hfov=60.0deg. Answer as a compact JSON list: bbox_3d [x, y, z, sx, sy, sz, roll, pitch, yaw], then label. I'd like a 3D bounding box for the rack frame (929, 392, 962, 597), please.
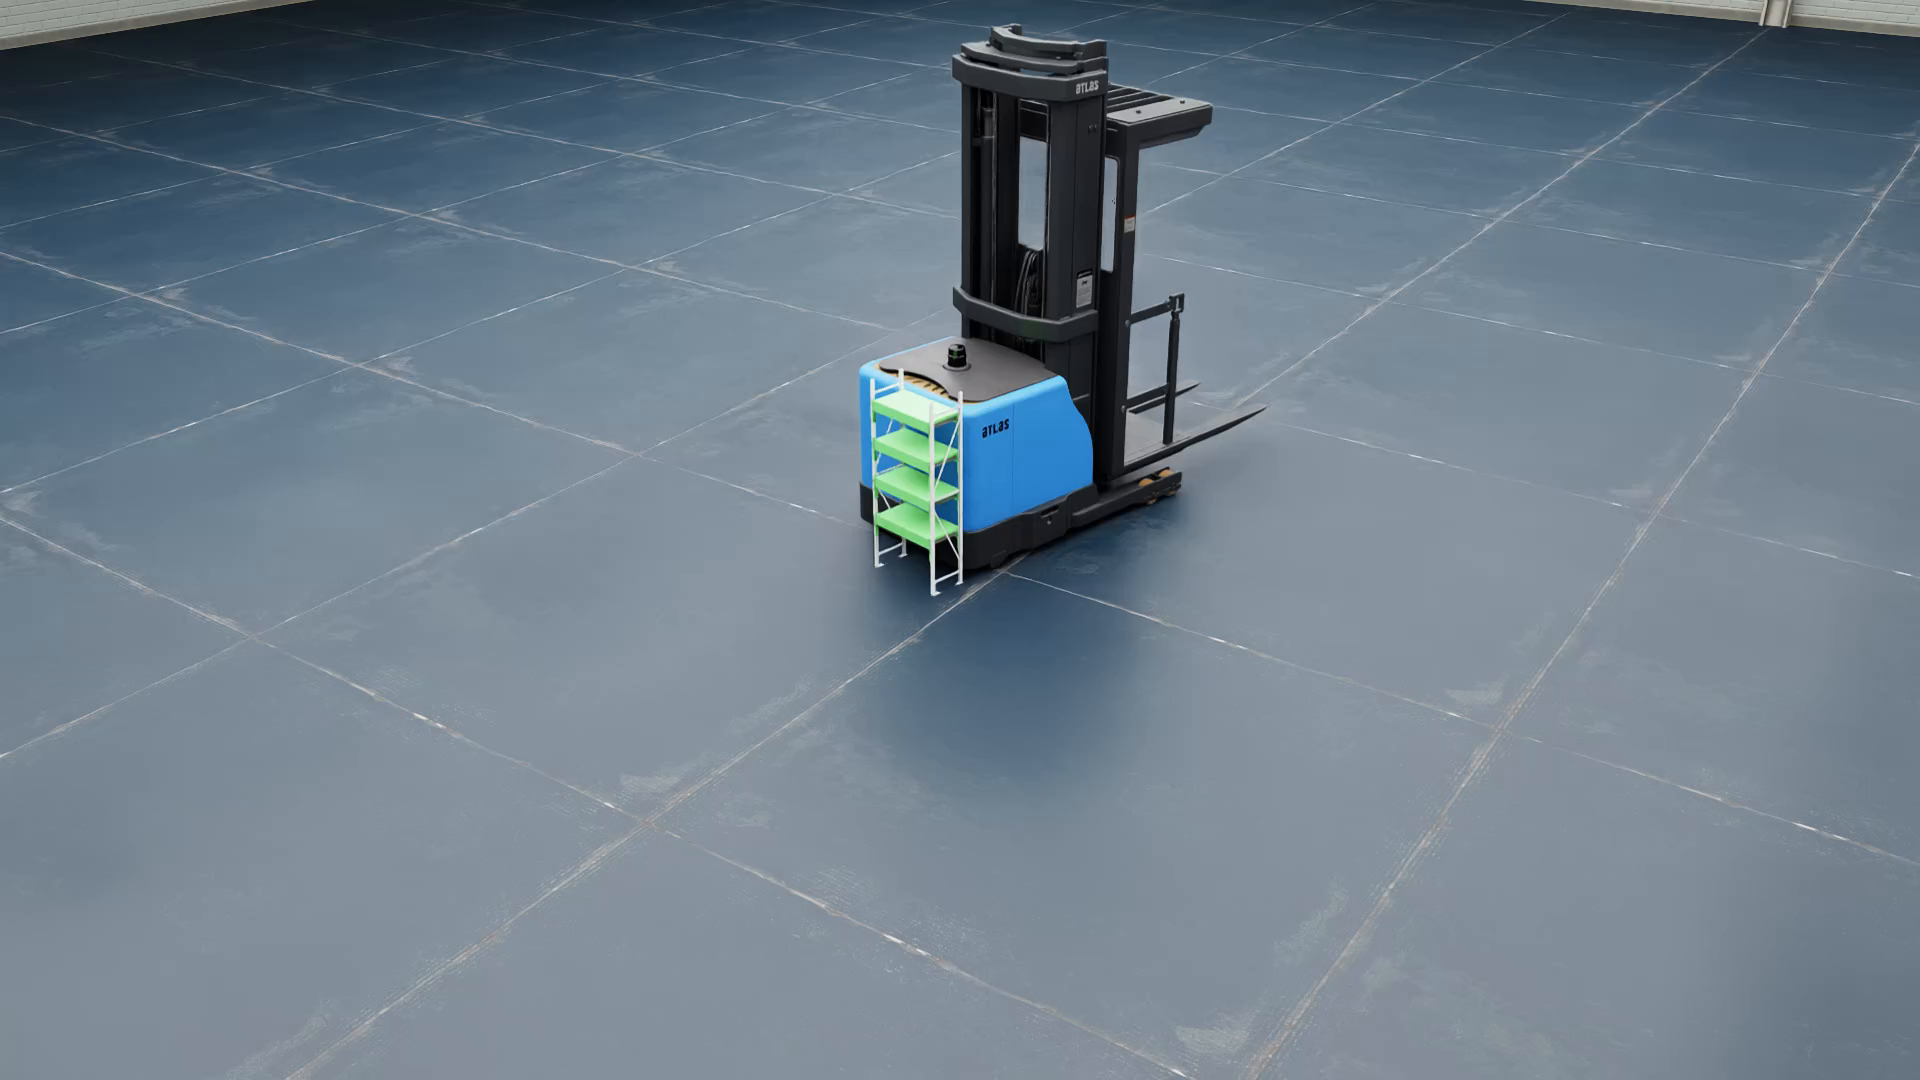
[{"bbox_3d":[-0.077,-0.247,9.413,0.240,1.200,0.015,-24,35,-38],"label":"rack frame"}]

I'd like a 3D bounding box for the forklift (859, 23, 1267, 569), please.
[{"bbox_3d":[0.804,-1.689,10.337,3.031,2.935,1.130,-23,35,-37],"label":"forklift"}]

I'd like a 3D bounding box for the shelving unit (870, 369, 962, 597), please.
[{"bbox_3d":[-0.247,-0.327,9.569,0.258,1.200,0.503,-24,35,-38],"label":"shelving unit"}]

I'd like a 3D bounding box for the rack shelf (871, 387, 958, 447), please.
[{"bbox_3d":[-0.247,-0.698,9.380,0.258,0.148,0.480,-24,35,-38],"label":"rack shelf"}]

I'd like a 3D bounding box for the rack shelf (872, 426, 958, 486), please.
[{"bbox_3d":[-0.247,-0.484,9.489,0.258,0.148,0.480,-24,35,-38],"label":"rack shelf"}]

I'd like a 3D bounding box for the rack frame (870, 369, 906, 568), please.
[{"bbox_3d":[-0.417,-0.406,9.725,0.240,1.200,0.015,-24,35,-38],"label":"rack frame"}]

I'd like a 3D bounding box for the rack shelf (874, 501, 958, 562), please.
[{"bbox_3d":[-0.247,-0.056,9.707,0.258,0.148,0.480,-24,35,-38],"label":"rack shelf"}]

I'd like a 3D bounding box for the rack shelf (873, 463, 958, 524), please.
[{"bbox_3d":[-0.247,-0.270,9.598,0.258,0.148,0.480,-24,35,-38],"label":"rack shelf"}]

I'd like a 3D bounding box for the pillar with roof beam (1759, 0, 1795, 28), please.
[{"bbox_3d":[10.382,-10.508,20.977,0.400,9.000,9.100,17,32,30],"label":"pillar with roof beam"}]
